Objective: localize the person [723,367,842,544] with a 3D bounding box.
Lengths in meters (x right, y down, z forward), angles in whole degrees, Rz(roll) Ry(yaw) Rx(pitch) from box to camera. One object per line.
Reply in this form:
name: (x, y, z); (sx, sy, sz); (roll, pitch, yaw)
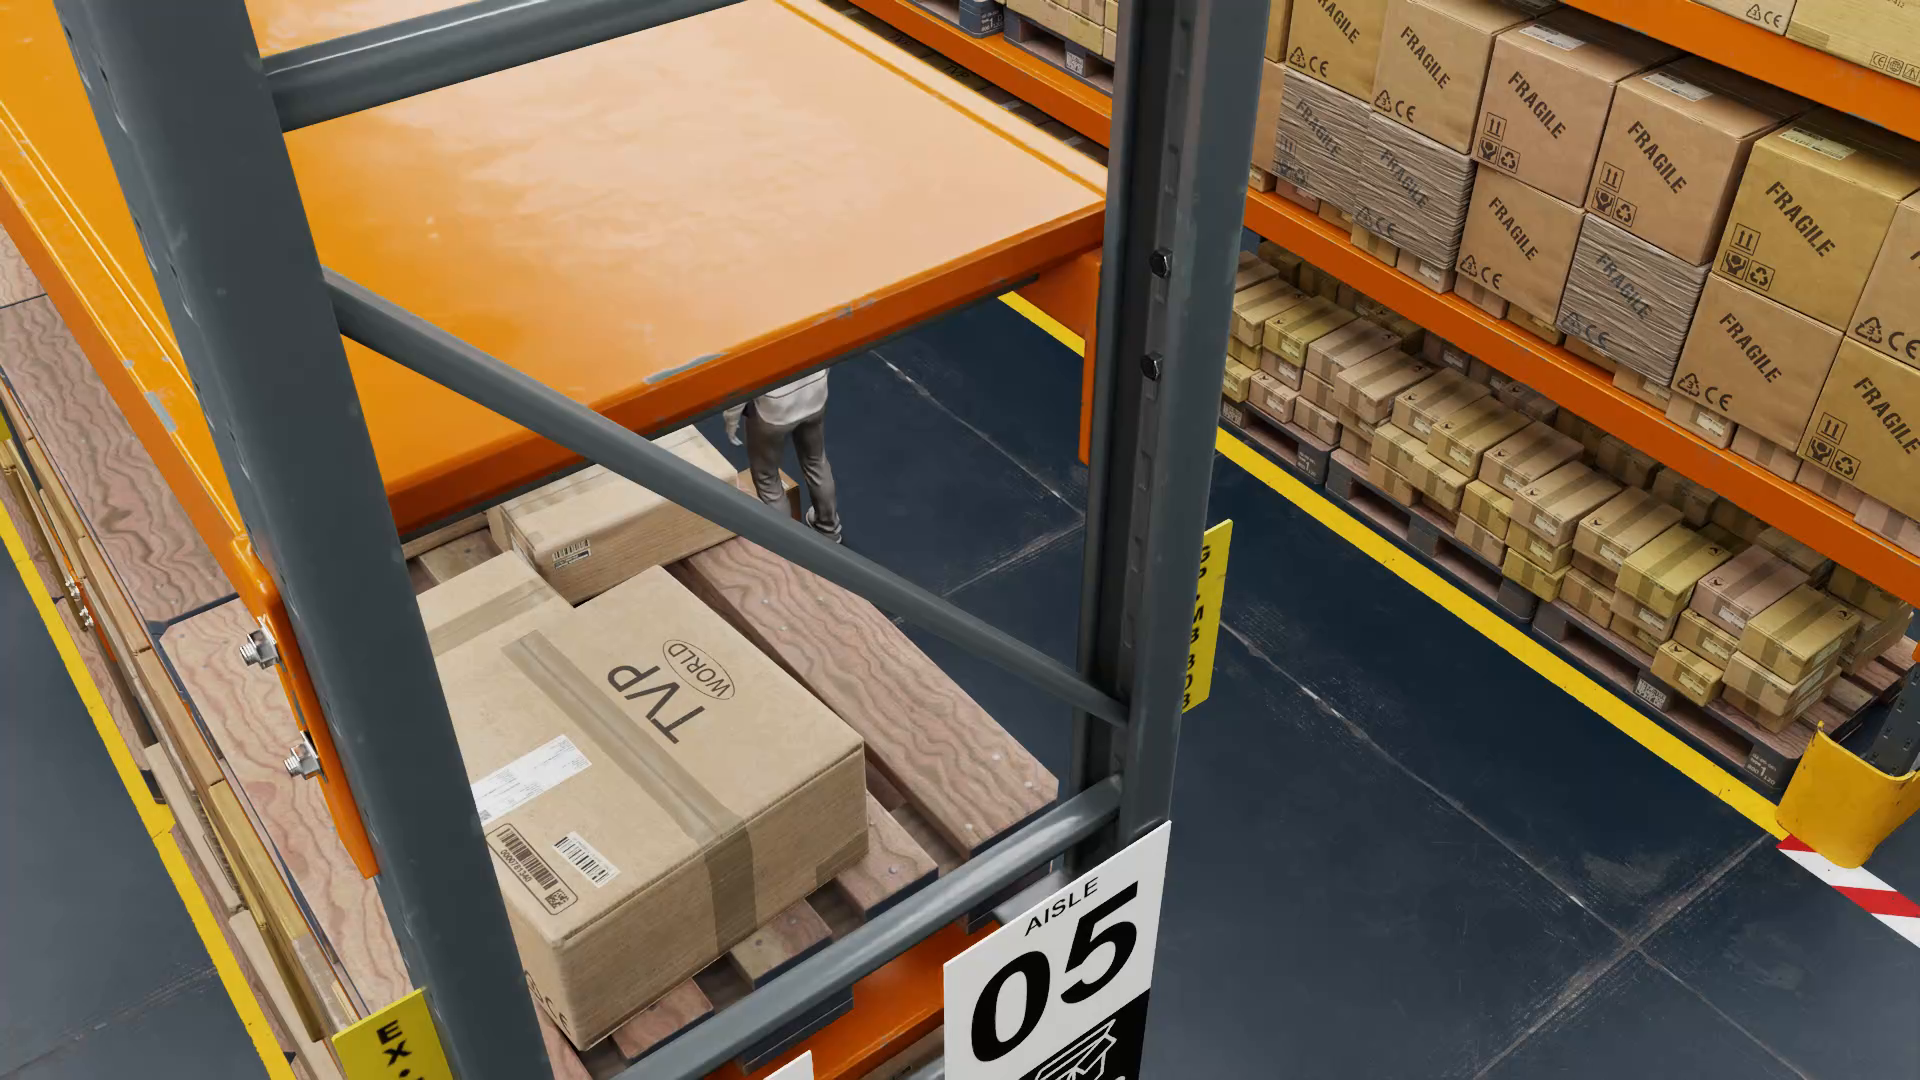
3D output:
person: (-0.766, -0.584, 7.096); (0.544, 1.666, 0.370); (-28, 48, -29)
